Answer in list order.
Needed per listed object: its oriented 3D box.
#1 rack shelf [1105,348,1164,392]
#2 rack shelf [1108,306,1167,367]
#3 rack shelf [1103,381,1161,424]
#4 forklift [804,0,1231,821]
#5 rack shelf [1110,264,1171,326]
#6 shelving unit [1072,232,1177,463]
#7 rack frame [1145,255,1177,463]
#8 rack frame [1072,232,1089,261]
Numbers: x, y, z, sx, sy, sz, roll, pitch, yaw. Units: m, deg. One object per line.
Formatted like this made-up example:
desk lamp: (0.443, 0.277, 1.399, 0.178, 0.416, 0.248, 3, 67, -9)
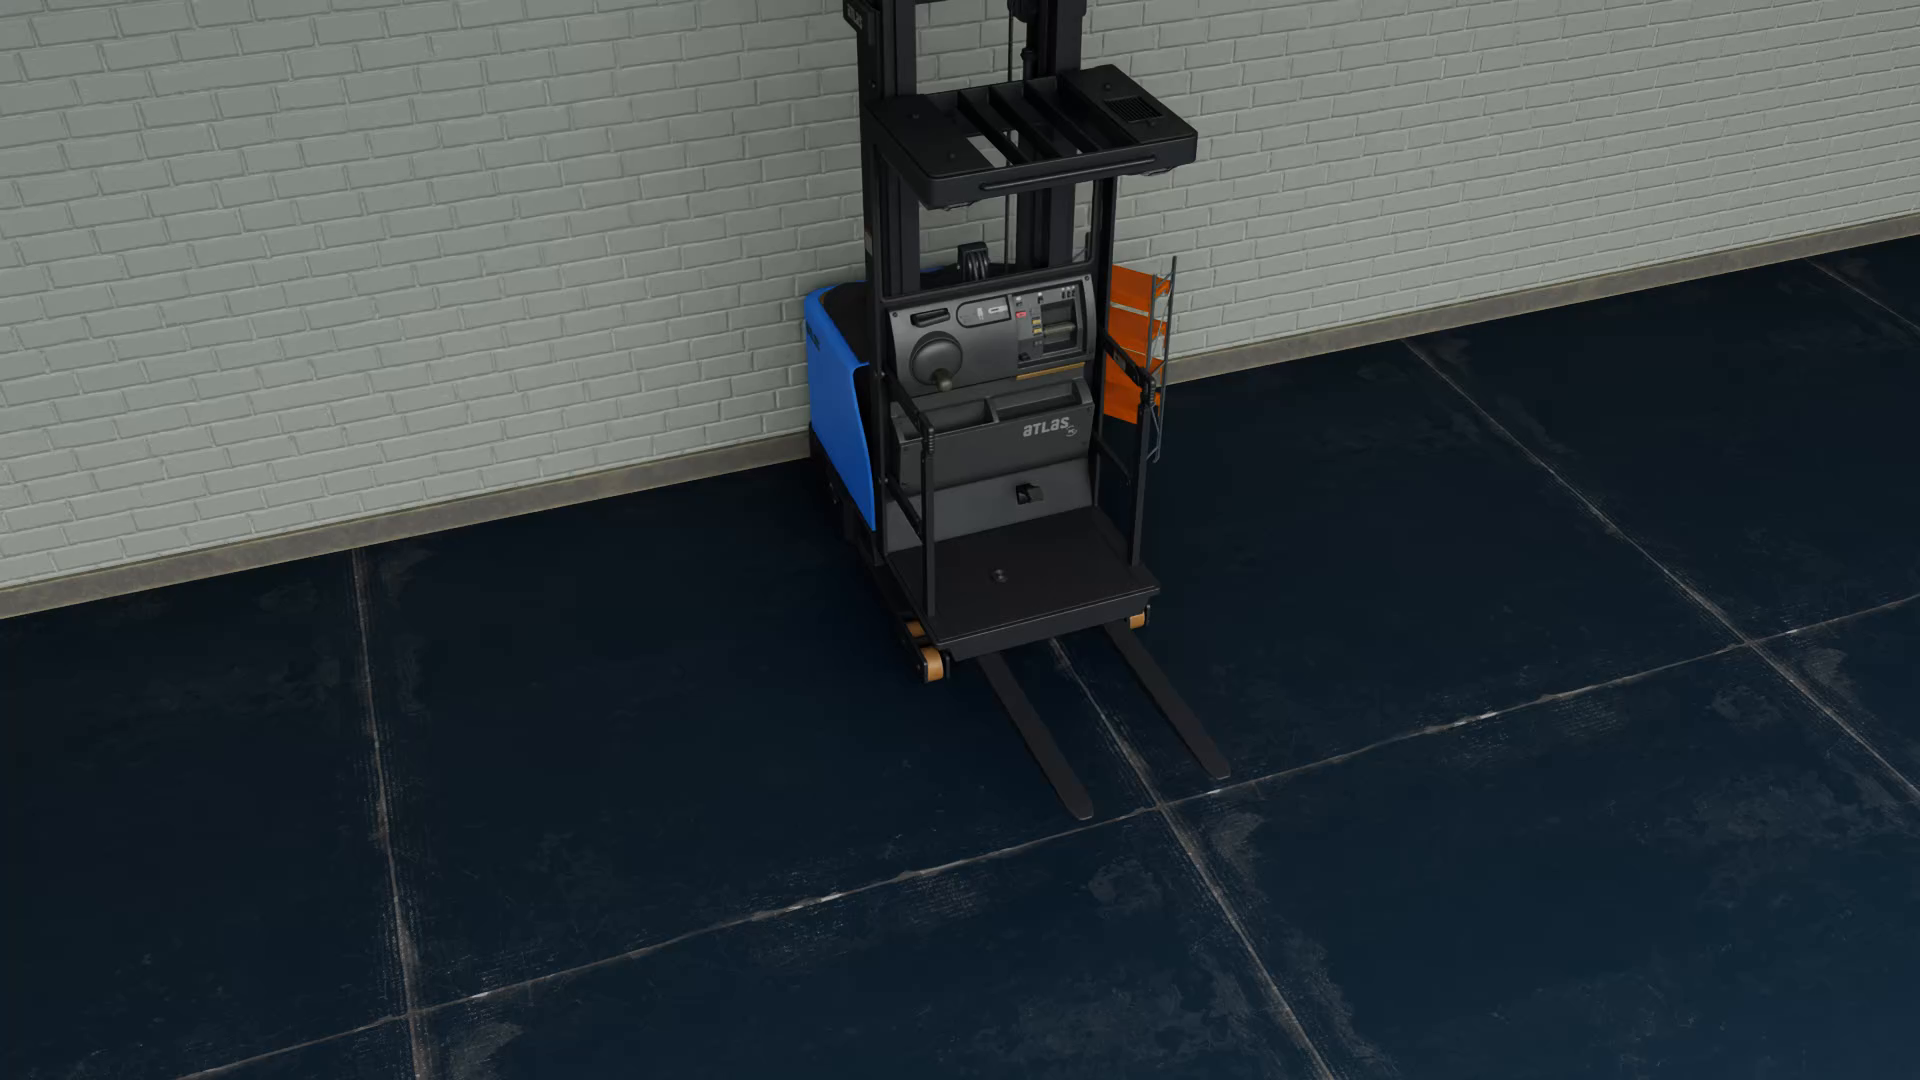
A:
rack shelf: (0.790, -0.882, 8.595, 0.480, 0.148, 0.258, 20, 42, 25)
rack shelf: (0.790, -1.060, 8.461, 0.480, 0.148, 0.258, 20, 42, 25)
rack shelf: (0.790, -0.723, 8.715, 0.480, 0.148, 0.258, 20, 42, 25)
forklift: (0.228, -0.821, 6.964, 1.130, 2.935, 3.031, -13, 39, -17)
rack shelf: (0.790, -1.249, 8.319, 0.480, 0.148, 0.258, 20, 42, 25)
shelving unit: (0.790, -0.935, 8.555, 0.503, 1.200, 0.258, 20, 42, 25)
rack frame: (0.997, -0.858, 8.452, 0.015, 1.200, 0.240, 20, 42, 25)
rack frame: (0.582, -1.013, 8.658, 0.015, 1.200, 0.240, 20, 42, 25)
